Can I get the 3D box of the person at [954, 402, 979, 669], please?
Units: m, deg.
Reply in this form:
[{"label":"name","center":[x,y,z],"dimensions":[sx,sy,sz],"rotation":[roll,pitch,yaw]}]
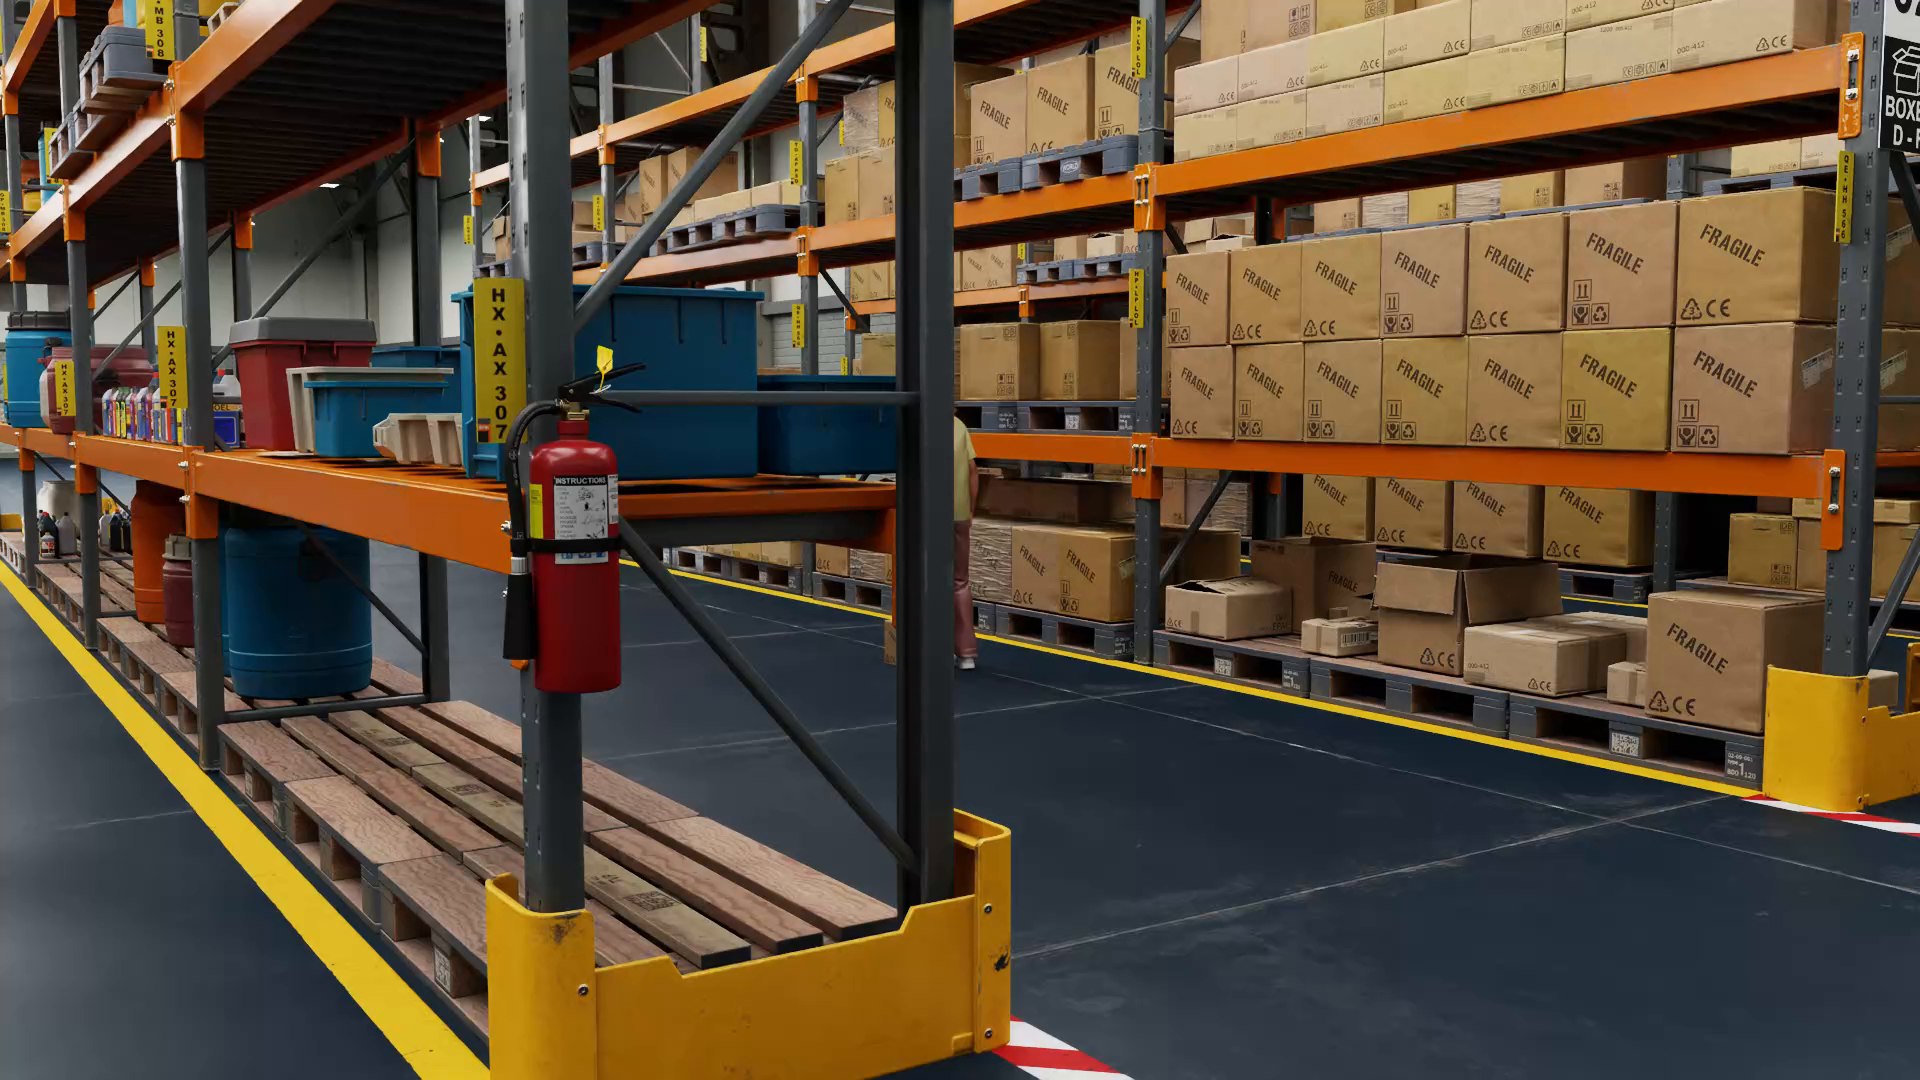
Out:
[{"label":"person","center":[-0.127,-0.103,9.282],"dimensions":[0.521,1.672,0.357],"rotation":[-3,6,-36]}]
